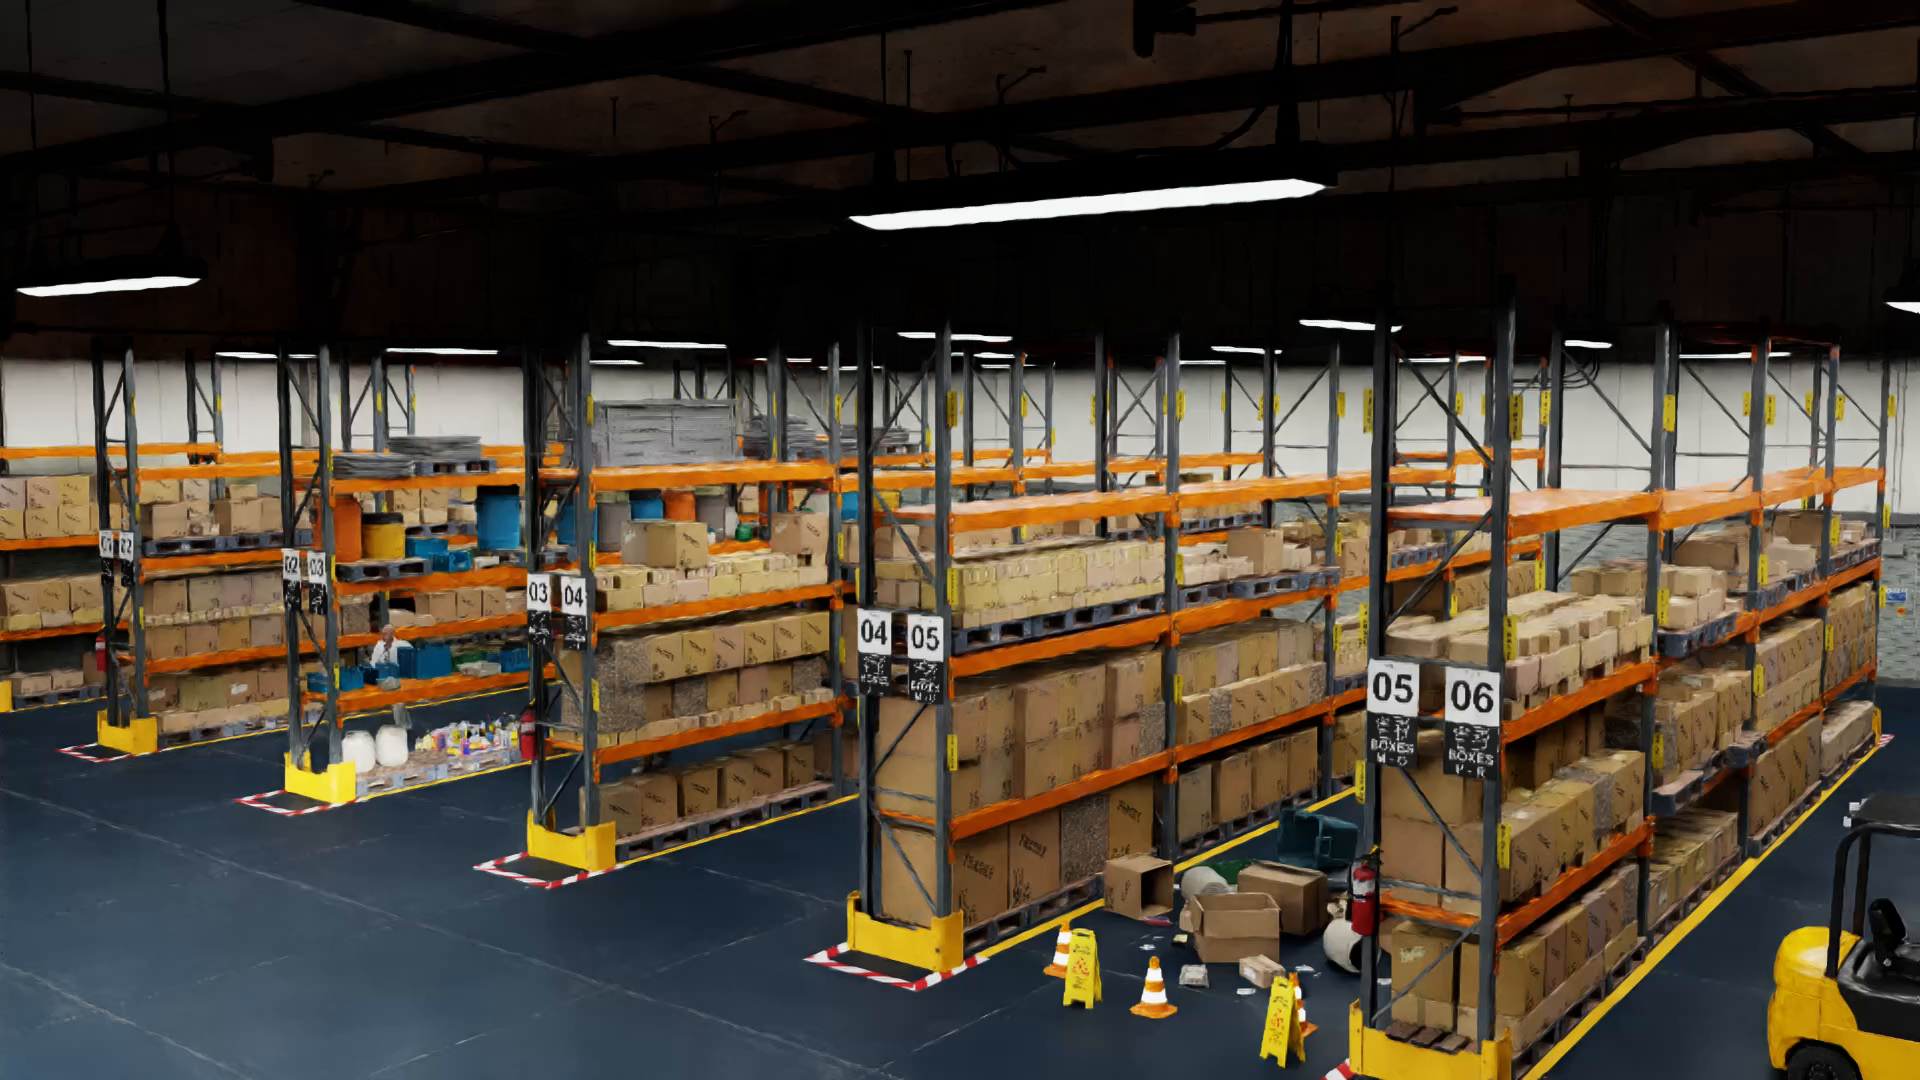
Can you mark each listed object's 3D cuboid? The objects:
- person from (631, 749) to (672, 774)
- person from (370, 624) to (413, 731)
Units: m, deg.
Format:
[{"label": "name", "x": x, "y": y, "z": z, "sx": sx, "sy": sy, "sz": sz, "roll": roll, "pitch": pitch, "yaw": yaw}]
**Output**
[{"label": "person", "x": -4.286, "y": 2.307, "z": 22.821, "sx": 0.577, "sy": 1.716, "sz": 1.103, "roll": 3, "pitch": 6, "yaw": 29}, {"label": "person", "x": -8.528, "y": 2.111, "z": 25.156, "sx": 0.735, "sy": 1.712, "sz": 0.888, "roll": 2, "pitch": 5, "yaw": 21}]
